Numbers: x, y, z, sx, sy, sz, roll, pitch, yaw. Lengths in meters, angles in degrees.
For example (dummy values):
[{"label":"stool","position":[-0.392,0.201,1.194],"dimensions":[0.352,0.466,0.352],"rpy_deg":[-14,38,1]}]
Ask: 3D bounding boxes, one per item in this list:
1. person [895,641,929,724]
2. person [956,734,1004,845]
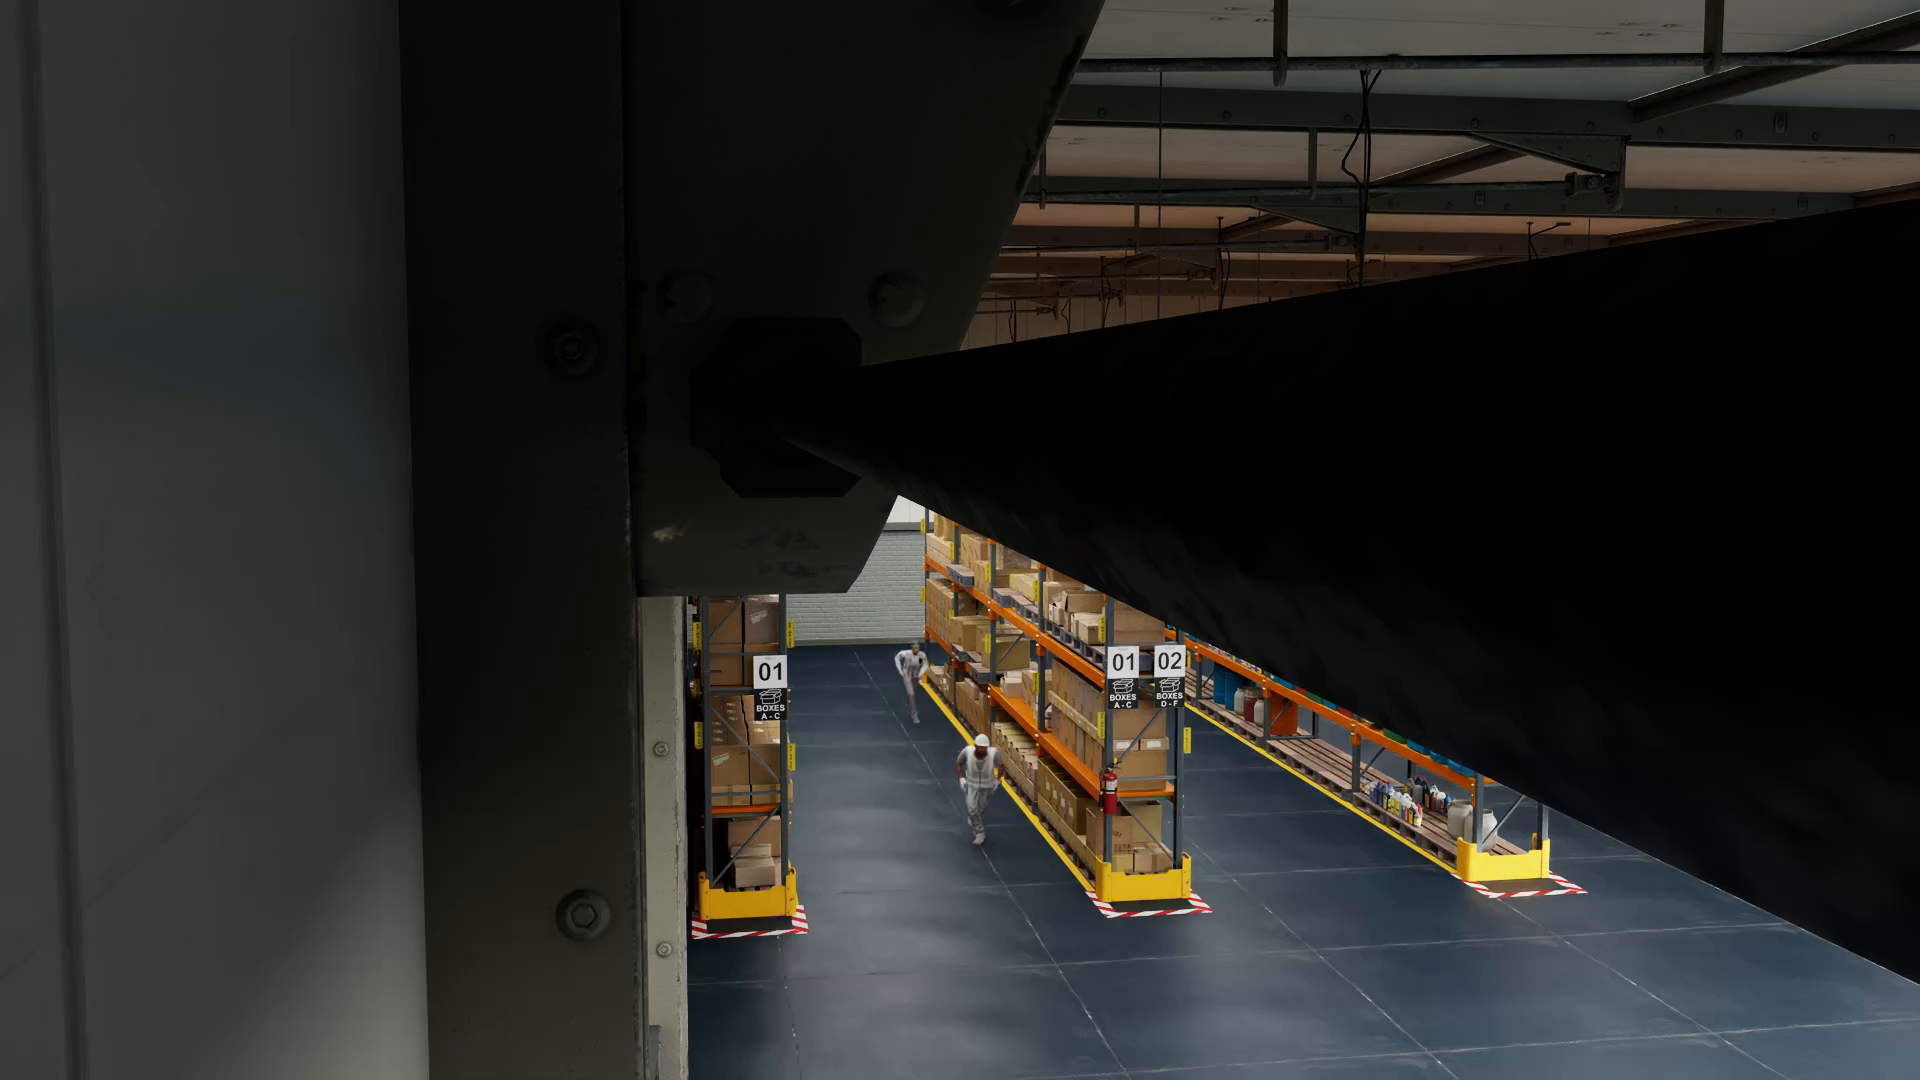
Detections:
[{"label":"person","position":[-0.957,2.714,32.365],"dimensions":[0.656,1.628,0.981],"rpy_deg":[-1,5,-12]},{"label":"person","position":[0.277,3.472,23.582],"dimensions":[0.687,1.613,1.079],"rpy_deg":[0,5,-4]}]
